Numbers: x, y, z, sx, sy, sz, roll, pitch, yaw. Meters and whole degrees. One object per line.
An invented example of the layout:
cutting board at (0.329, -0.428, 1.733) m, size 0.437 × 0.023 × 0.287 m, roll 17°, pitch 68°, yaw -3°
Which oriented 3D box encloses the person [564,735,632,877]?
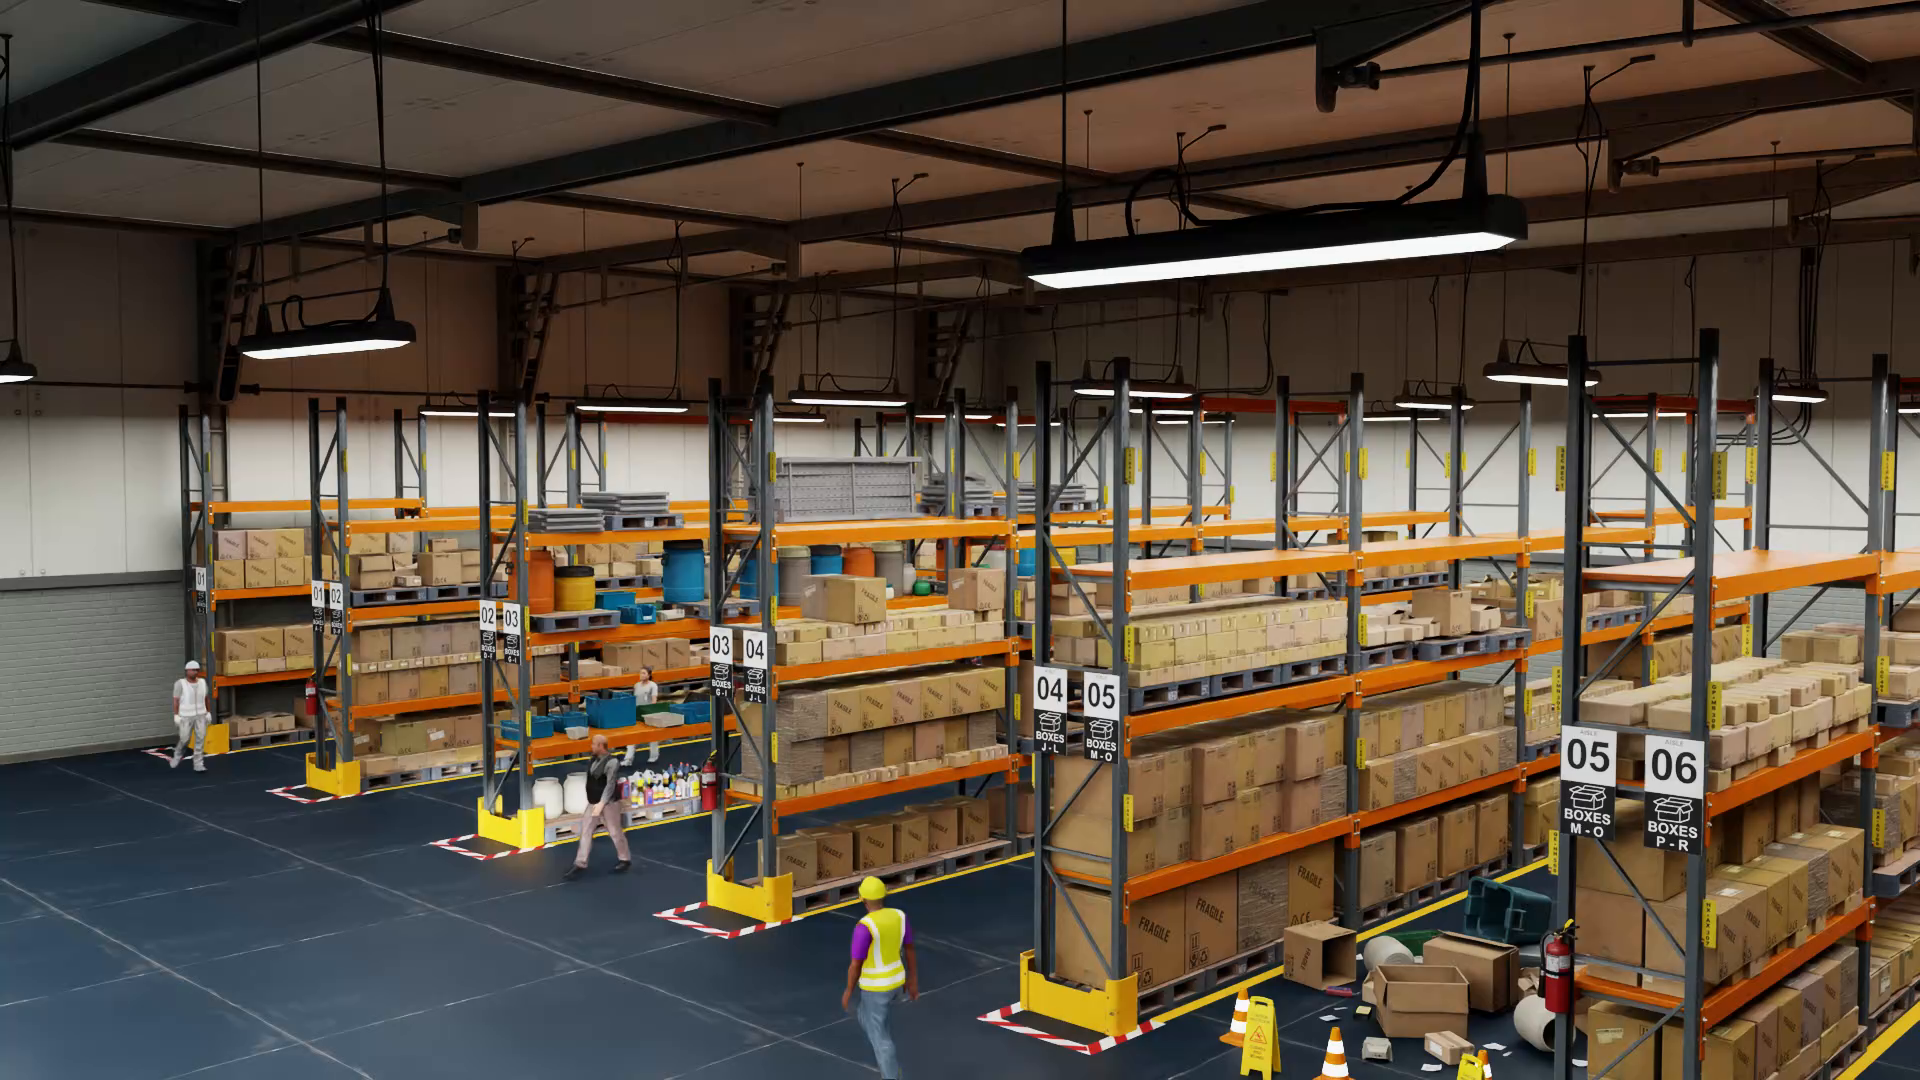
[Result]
person at (-4.428, 3.225, 20.318) m, size 0.519 × 1.682 × 0.939 m, roll 2°, pitch 4°, yaw 37°

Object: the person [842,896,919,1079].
person at (-0.652, 3.599, 13.275) m, size 0.515 × 1.759 × 0.544 m, roll 1°, pitch 3°, yaw 25°

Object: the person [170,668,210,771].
person at (0.002, 2.326, 19.980) m, size 28.467 × 3.536 × 6.355 m, roll 3°, pitch 4°, yaw 41°

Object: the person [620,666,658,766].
person at (-1.882, 2.813, 28.884) m, size 6.602 × 1.627 × 5.028 m, roll 0°, pitch 3°, yaw 9°
